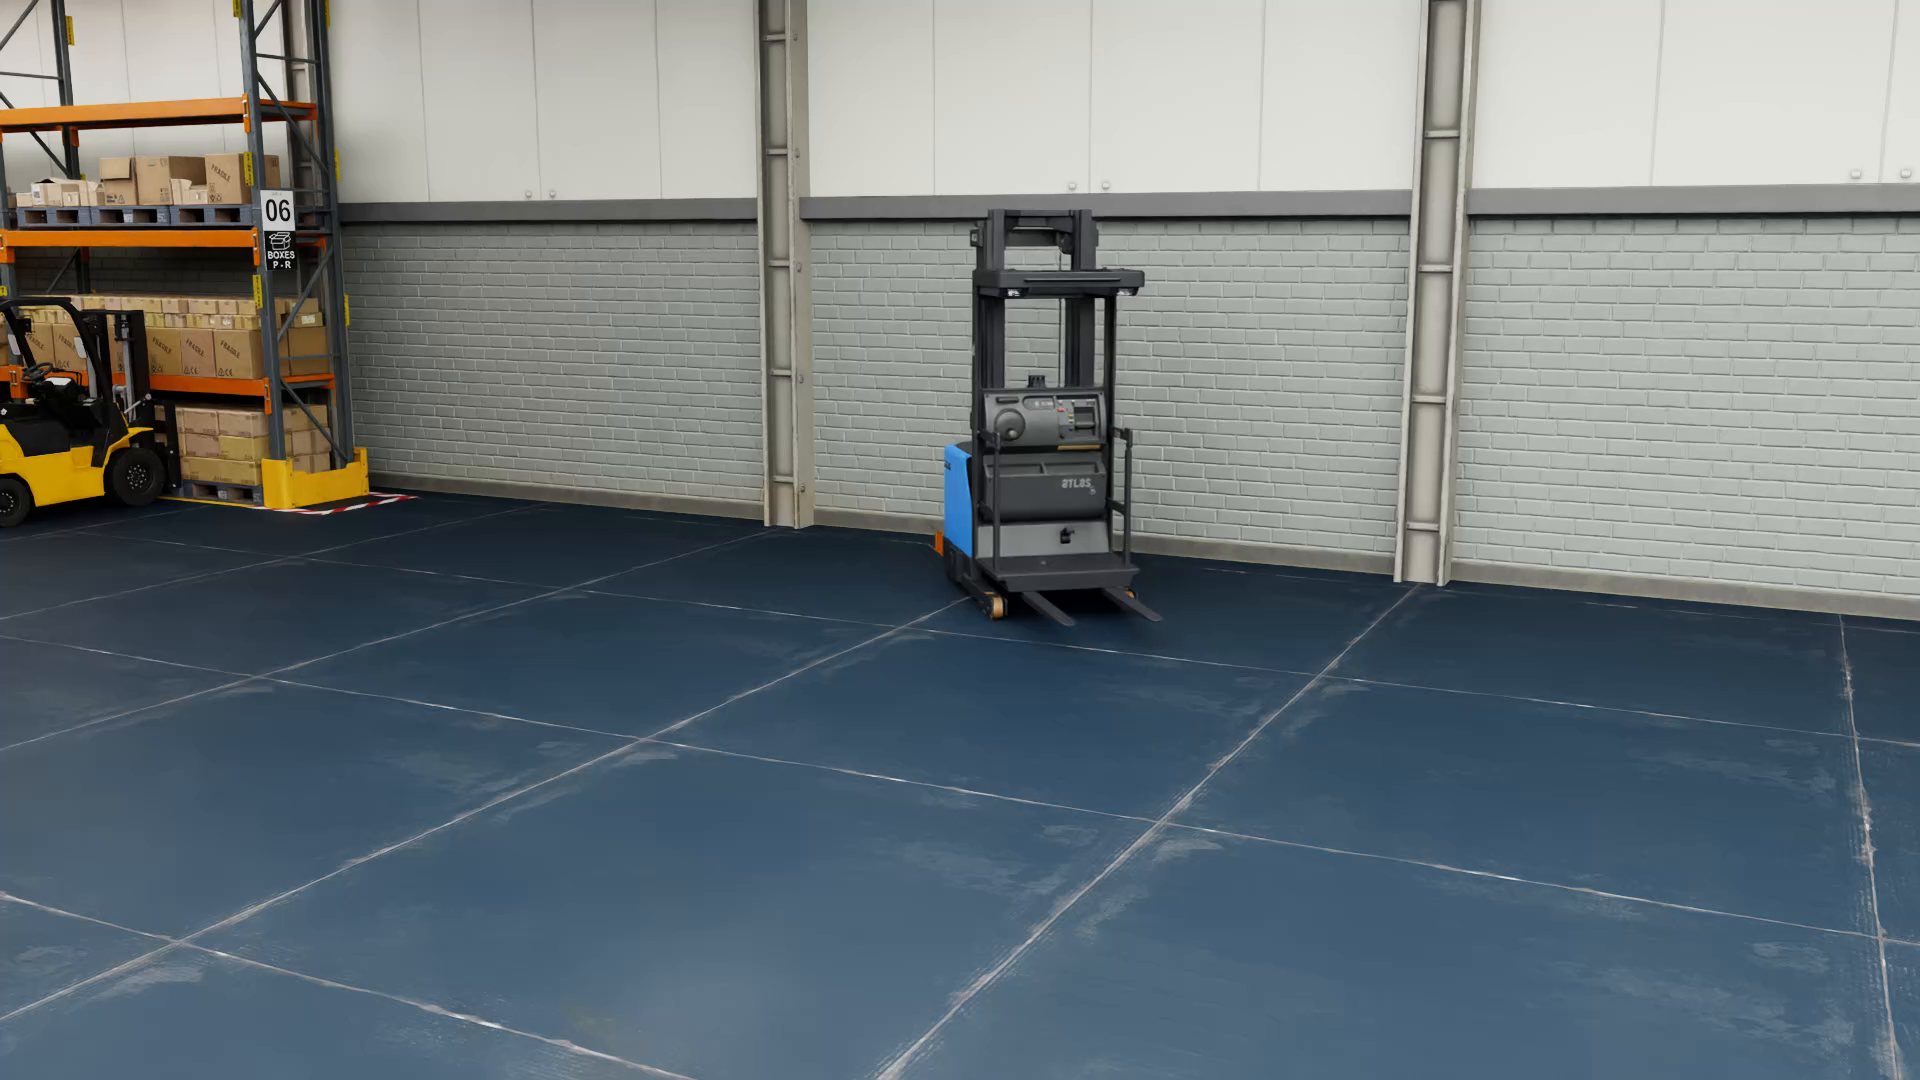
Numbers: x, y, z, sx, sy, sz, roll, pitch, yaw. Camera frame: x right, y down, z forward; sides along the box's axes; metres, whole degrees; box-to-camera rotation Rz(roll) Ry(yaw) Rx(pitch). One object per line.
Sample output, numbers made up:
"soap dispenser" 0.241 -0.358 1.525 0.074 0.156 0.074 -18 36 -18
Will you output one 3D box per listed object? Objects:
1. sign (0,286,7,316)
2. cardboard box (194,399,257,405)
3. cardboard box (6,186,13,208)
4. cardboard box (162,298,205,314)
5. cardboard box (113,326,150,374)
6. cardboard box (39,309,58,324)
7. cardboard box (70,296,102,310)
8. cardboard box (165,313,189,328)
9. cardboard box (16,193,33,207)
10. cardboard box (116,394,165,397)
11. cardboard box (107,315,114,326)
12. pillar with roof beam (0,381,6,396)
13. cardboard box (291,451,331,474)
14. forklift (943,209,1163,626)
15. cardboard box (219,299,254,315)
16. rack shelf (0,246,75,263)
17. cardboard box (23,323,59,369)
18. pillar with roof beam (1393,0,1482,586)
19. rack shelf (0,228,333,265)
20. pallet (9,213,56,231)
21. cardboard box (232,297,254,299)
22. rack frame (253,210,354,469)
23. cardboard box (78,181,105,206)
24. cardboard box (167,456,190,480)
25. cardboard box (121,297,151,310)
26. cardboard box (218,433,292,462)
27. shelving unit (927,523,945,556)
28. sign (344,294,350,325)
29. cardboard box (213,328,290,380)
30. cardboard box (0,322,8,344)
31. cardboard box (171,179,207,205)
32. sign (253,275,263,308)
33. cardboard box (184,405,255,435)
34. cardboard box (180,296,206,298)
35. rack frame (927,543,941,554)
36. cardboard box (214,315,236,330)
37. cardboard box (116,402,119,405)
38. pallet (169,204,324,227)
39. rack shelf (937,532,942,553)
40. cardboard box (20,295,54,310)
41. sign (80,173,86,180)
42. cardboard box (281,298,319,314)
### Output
"sign" -10.618 -2.654 18.465 0.005 0.325 0.100 5 11 26
"cardboard box" -8.040 -1.390 18.239 0.500 0.250 0.500 5 11 25
"cardboard box" -11.143 -3.917 18.839 0.500 0.311 0.500 5 11 24
"cardboard box" -8.168 -2.470 17.539 0.250 0.149 0.380 5 12 27
"cardboard box" -8.733 -2.062 17.942 0.500 0.500 0.500 5 11 26
"cardboard box" -9.984 -2.492 18.495 0.250 0.149 0.380 5 12 27
"cardboard box" -9.539 -2.592 18.210 0.250 0.149 0.380 5 12 27
"cardboard box" -8.160 -2.327 17.584 0.250 0.149 0.380 5 11 24
"cardboard box" -10.118 -3.735 18.290 0.250 0.149 0.380 5 12 27
"cardboard box" -9.398 -1.511 18.912 0.500 0.250 0.500 5 11 25
"cardboard box" -9.082 -2.407 18.024 0.250 0.149 0.380 5 11 24
"pillar with roof beam" -14.310 -4.832 16.680 0.400 9.000 9.100 5 11 26
"cardboard box" -7.153 -0.819 17.897 0.500 0.250 0.500 5 11 26
"forklift" 0.685 -0.939 12.210 1.130 2.935 3.031 -2 11 -13
"cardboard box" -7.449 -2.420 17.259 0.250 0.149 0.380 5 11 26
"rack shelf" -12.180 -3.491 19.712 4.000 0.370 1.077 5 11 26
"cardboard box" -10.104 -2.184 18.612 0.500 0.500 0.500 5 11 24
"pillar with roof beam" 1.832 -3.414 8.843 0.400 9.000 9.100 5 11 26
"rack shelf" -8.593 -3.175 17.970 4.000 0.370 1.077 5 11 26
"pallet" -11.183 -3.660 19.167 1.217 0.209 0.805 5 11 24
"cardboard box" -7.684 -2.538 17.911 0.250 0.149 0.380 5 11 26
"rack frame" -6.799 -1.896 17.303 0.127 3.000 1.000 5 11 26
"cardboard box" -9.190 -3.711 17.829 0.258 0.266 0.396 5 11 24
"cardboard box" -8.247 -0.818 17.887 0.500 0.250 0.500 5 11 26
"cardboard box" -8.810 -2.548 17.967 0.250 0.149 0.380 5 11 26
"cardboard box" -7.374 -0.984 17.402 0.500 0.250 0.500 5 11 25
"shelving unit" -0.028 0.044 14.454 0.258 0.189 1.200 -3 11 -15
"sign" -6.548 -2.449 17.706 0.005 0.325 0.100 5 11 26
"cardboard box" -7.357 -1.942 17.276 0.500 0.500 0.500 5 11 25
"cardboard box" -10.940 -2.381 19.001 0.500 0.250 0.500 5 11 25
"cardboard box" -7.904 -3.598 17.204 0.258 0.266 0.396 5 11 26
"sign" -7.052 -2.497 16.706 0.005 0.325 0.100 5 11 26
"cardboard box" -7.811 -1.267 17.563 0.500 0.250 0.500 5 12 27
"cardboard box" -8.380 -2.598 18.243 0.250 0.149 0.380 5 11 26
"rack frame" -0.028 0.134 14.470 0.240 0.006 1.200 -3 11 -15
"cardboard box" -7.476 -2.262 17.225 0.250 0.149 0.380 5 12 27
"cardboard box" -9.186 -1.389 18.237 0.500 0.250 0.500 5 12 28
"pallet" -7.422 -3.388 17.374 1.213 0.211 1.003 5 11 26
"rack shelf" -0.072 0.015 14.610 0.258 0.180 0.103 -3 11 -15
"cardboard box" -10.232 -2.653 18.550 0.250 0.149 0.380 5 12 27
"sign" -10.142 -4.069 19.214 0.005 0.325 0.100 5 11 26
"cardboard box" -7.006 -2.471 17.544 0.250 0.149 0.380 5 11 25
